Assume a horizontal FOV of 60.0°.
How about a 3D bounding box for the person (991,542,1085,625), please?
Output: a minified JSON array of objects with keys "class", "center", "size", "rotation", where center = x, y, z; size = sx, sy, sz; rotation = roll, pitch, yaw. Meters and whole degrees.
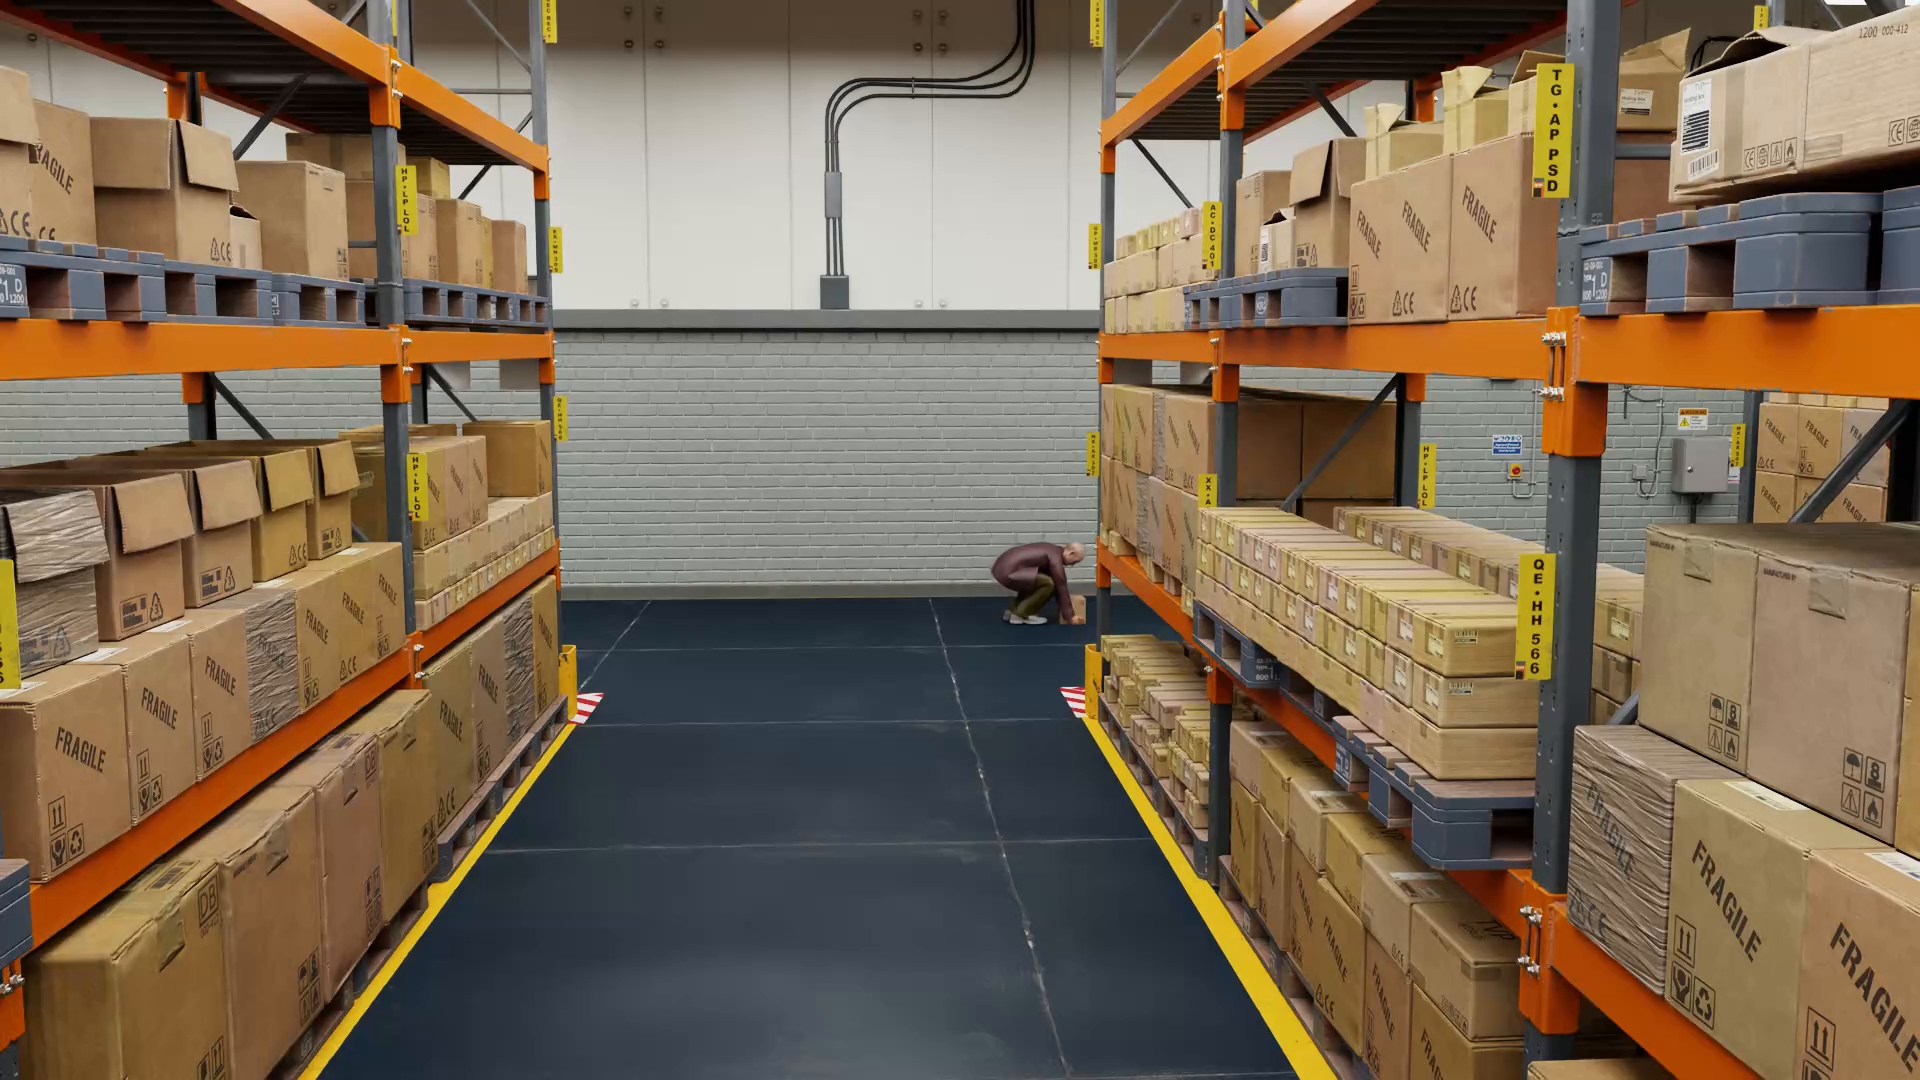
[{"class":"person","center":[0.774,0.433,16.425],"size":[0.934,0.812,0.574],"rotation":[-1,7,-5]}]
